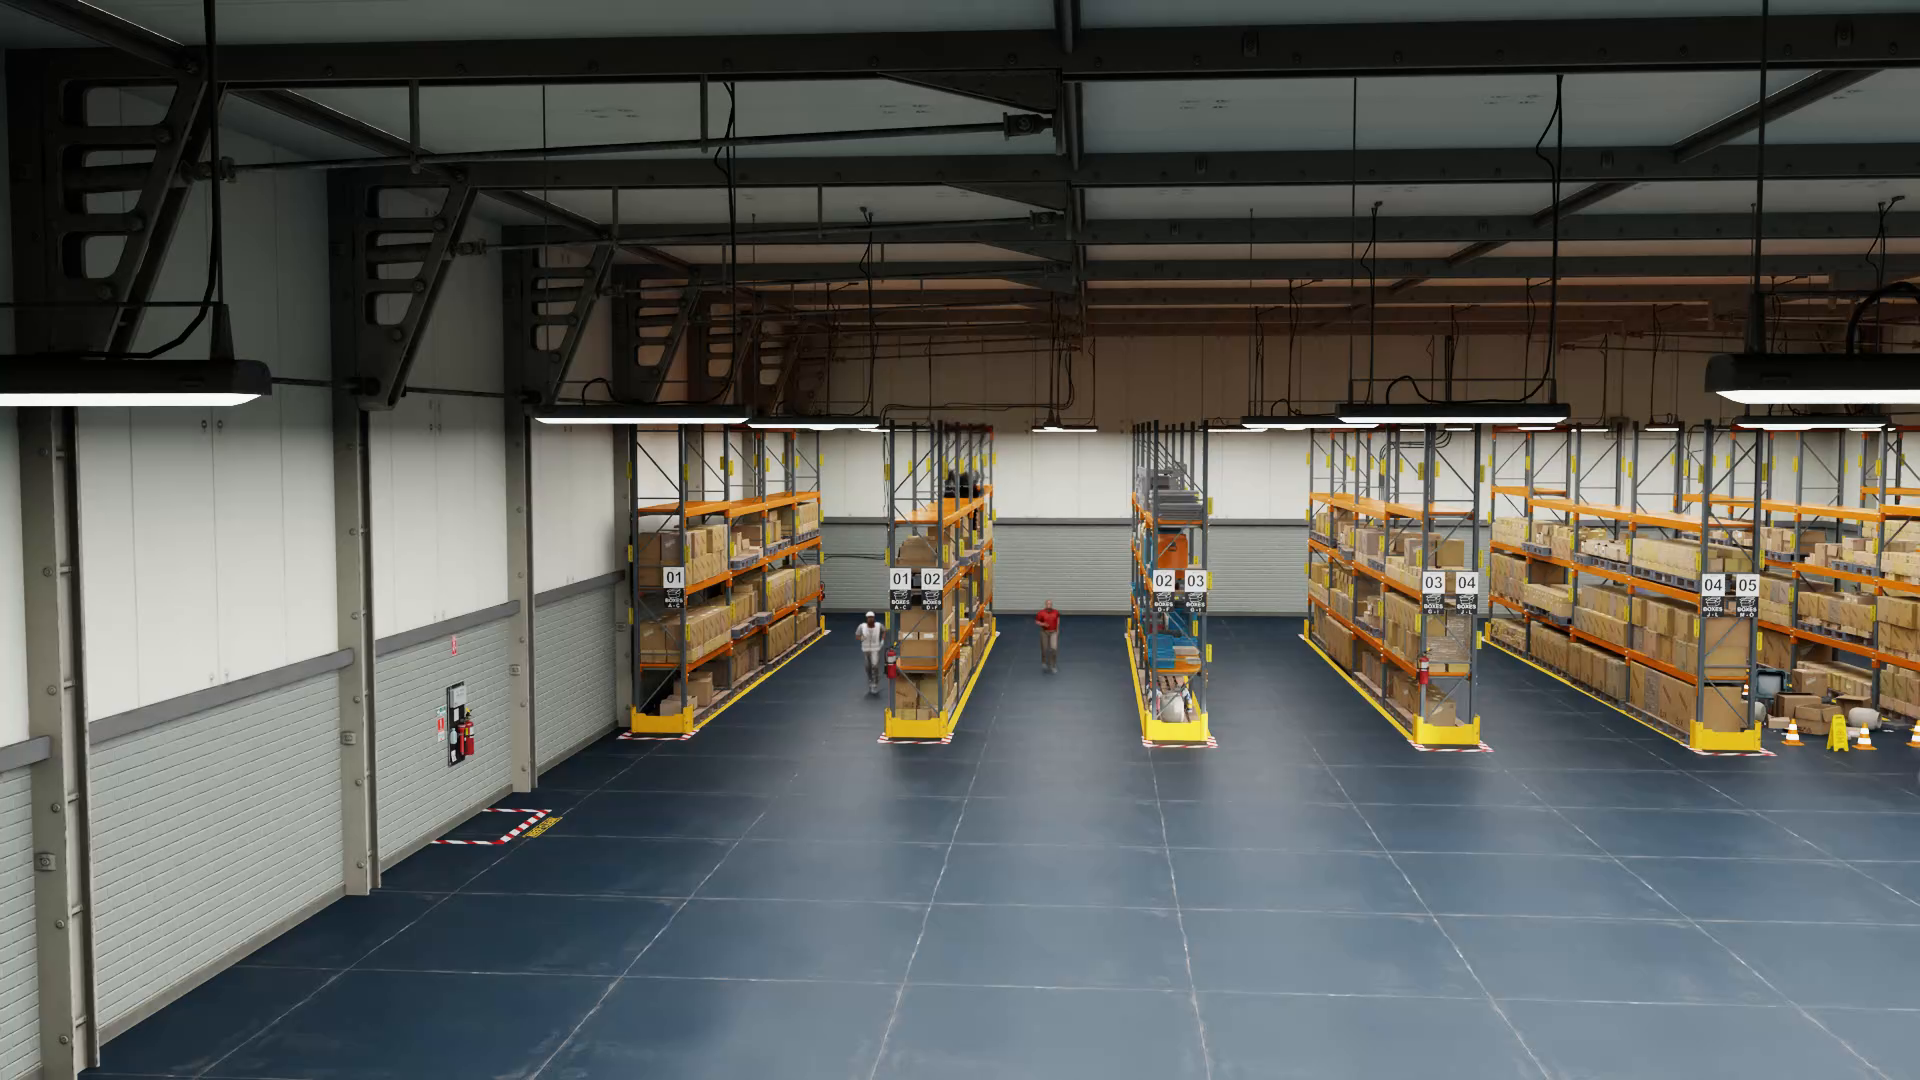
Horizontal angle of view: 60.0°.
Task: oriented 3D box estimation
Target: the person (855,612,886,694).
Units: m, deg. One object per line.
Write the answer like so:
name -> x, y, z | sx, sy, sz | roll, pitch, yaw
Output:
person -> -2.000, 2.500, 37.129 | 0.651, 1.837, 0.853 | 0, 4, 5

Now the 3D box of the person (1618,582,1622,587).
person -> 18.661, 1.941, 47.130 | 0.791, 1.649, 0.573 | 0, 4, -3

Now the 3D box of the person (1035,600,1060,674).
person -> 2.124, 2.327, 40.207 | 0.642, 1.784, 0.812 | 0, 4, -6
